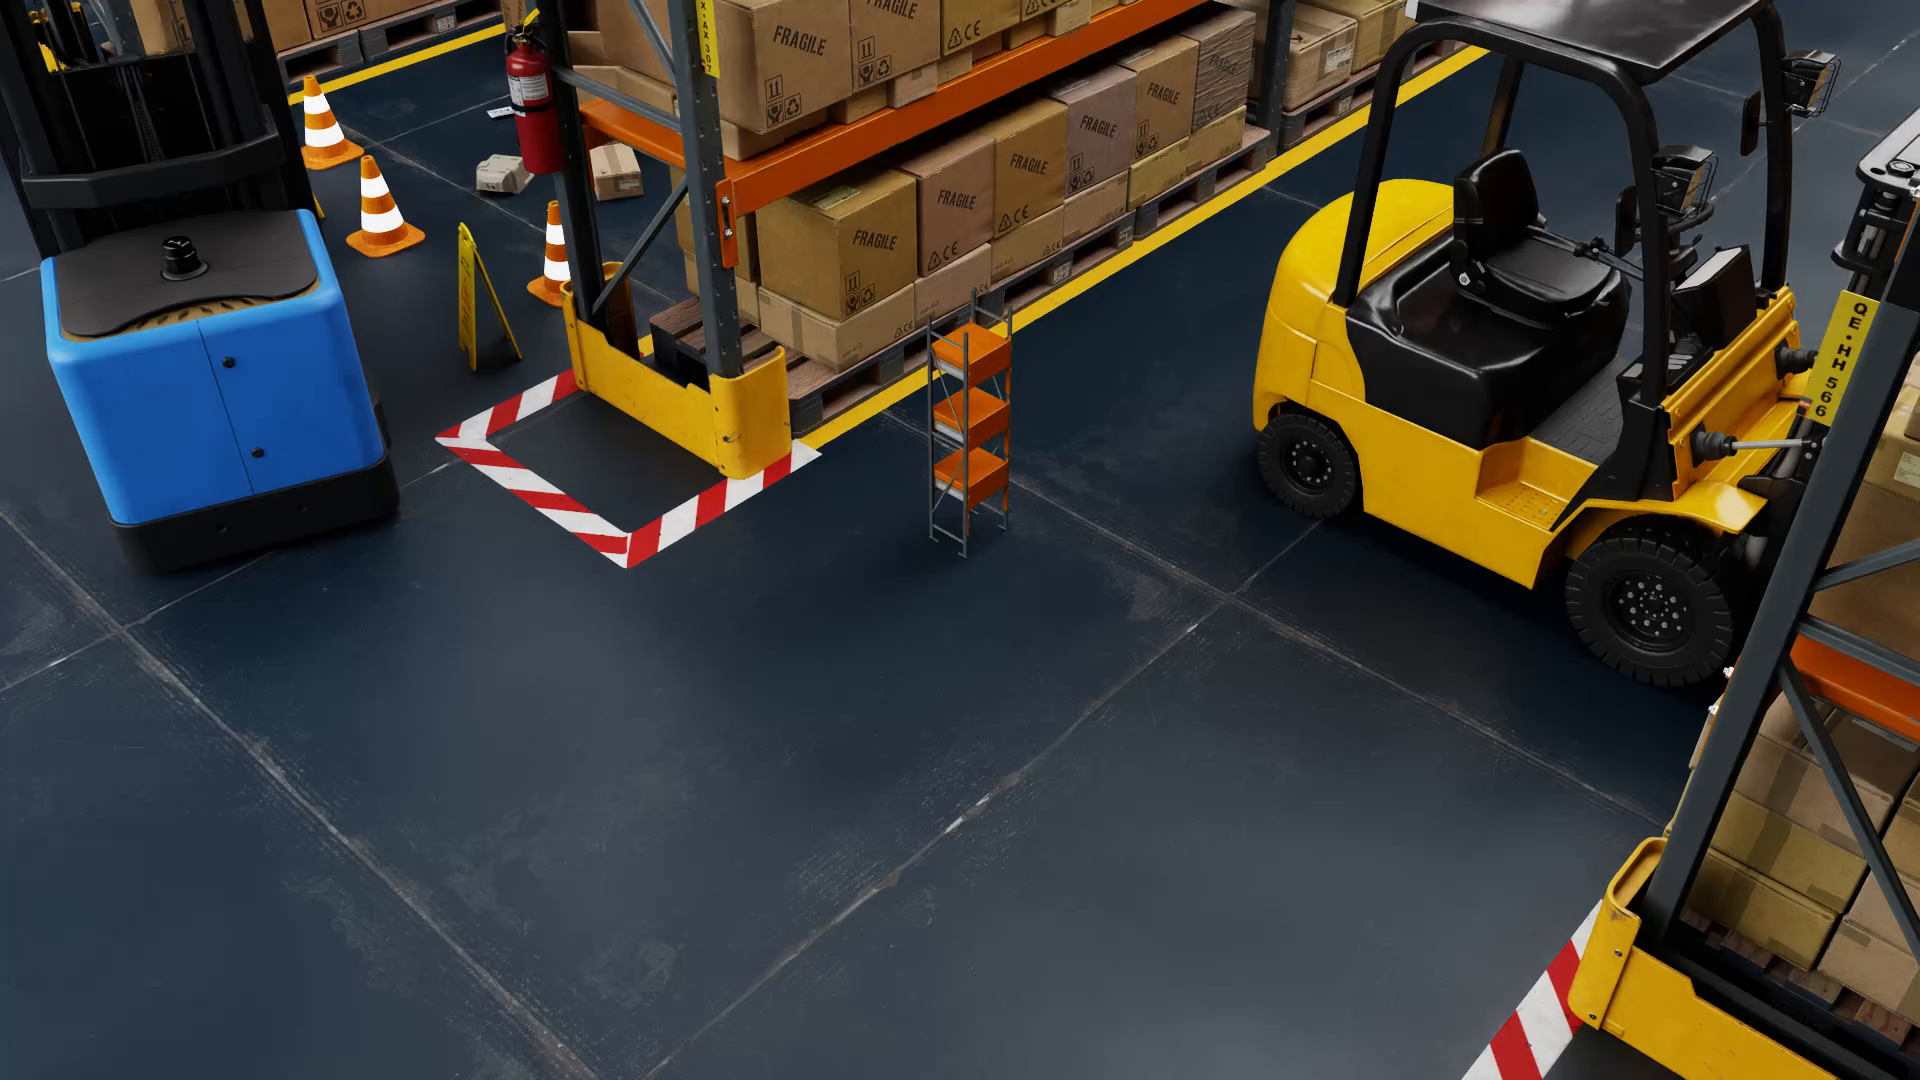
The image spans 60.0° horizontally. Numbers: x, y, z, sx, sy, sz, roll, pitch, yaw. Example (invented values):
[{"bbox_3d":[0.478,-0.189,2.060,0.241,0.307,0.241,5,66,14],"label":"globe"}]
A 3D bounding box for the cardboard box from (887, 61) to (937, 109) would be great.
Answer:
[{"bbox_3d":[-0.318,-1.981,7.033,0.380,0.149,0.250,30,48,32],"label":"cardboard box"}]

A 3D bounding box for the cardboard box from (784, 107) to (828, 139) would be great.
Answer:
[{"bbox_3d":[-0.762,-1.796,6.800,0.380,0.149,0.250,30,48,32],"label":"cardboard box"}]

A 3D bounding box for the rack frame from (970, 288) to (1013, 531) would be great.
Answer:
[{"bbox_3d":[0.118,-0.492,6.525,0.200,1.050,0.008,30,47,32],"label":"rack frame"}]

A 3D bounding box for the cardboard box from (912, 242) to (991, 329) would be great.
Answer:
[{"bbox_3d":[-0.205,-1.277,7.817,0.500,0.250,0.500,31,48,33],"label":"cardboard box"}]

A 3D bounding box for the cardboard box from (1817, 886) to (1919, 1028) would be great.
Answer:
[{"bbox_3d":[2.839,1.148,4.768,0.500,0.250,0.500,30,47,32],"label":"cardboard box"}]

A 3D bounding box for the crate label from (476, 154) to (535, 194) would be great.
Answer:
[{"bbox_3d":[-2.530,-2.019,9.178,0.250,0.136,0.298,8,39,10],"label":"crate label"}]

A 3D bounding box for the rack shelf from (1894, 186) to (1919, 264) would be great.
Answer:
[{"bbox_3d":[3.712,-1.432,4.308,1.077,0.370,4.000,30,47,32],"label":"rack shelf"}]

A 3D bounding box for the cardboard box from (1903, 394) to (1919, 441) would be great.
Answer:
[{"bbox_3d":[2.449,-0.283,3.855,0.380,0.149,0.250,30,47,32],"label":"cardboard box"}]

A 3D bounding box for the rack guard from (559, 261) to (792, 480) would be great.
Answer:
[{"bbox_3d":[-1.252,-0.759,7.303,1.175,0.500,0.348,30,47,32],"label":"rack guard"}]

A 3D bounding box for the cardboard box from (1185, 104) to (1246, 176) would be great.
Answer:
[{"bbox_3d":[1.195,-2.244,9.034,0.500,0.250,0.500,-32,48,-34],"label":"cardboard box"}]

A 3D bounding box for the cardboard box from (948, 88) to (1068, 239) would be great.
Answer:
[{"bbox_3d":[0.155,-1.819,7.897,0.500,0.500,0.500,31,48,33],"label":"cardboard box"}]

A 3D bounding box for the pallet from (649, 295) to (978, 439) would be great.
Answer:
[{"bbox_3d":[-0.678,-1.005,7.844,1.003,0.211,1.213,30,47,32],"label":"pallet"}]

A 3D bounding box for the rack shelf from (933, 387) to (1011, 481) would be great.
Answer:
[{"bbox_3d":[0.036,-0.427,6.461,0.215,0.259,0.240,30,47,32],"label":"rack shelf"}]

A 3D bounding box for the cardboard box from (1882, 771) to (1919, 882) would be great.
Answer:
[{"bbox_3d":[2.827,0.759,4.454,0.500,0.250,0.500,29,47,31],"label":"cardboard box"}]

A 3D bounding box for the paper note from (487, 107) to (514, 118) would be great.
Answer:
[{"bbox_3d":[-2.742,-2.560,9.947,0.142,0.017,0.144,-18,42,-21],"label":"paper note"}]

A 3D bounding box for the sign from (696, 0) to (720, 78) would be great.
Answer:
[{"bbox_3d":[-0.903,-1.814,5.925,0.100,0.325,0.005,30,47,32],"label":"sign"}]

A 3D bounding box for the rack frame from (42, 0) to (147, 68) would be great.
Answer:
[{"bbox_3d":[-5.025,-3.735,9.037,1.000,3.000,0.127,30,47,32],"label":"rack frame"}]

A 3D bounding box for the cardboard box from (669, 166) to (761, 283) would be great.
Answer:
[{"bbox_3d":[-0.955,-1.562,7.573,0.500,0.500,0.500,30,47,32],"label":"cardboard box"}]

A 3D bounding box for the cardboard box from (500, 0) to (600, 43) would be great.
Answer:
[{"bbox_3d":[-2.617,-3.451,10.686,0.500,0.500,0.500,-26,45,-29],"label":"cardboard box"}]

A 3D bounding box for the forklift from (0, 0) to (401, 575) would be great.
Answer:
[{"bbox_3d":[-3.387,-1.922,6.812,1.130,2.935,3.031,-16,41,-20],"label":"forklift"}]

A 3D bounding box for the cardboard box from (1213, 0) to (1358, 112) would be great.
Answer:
[{"bbox_3d":[1.747,-2.918,9.784,0.950,0.372,0.625,30,47,32],"label":"cardboard box"}]

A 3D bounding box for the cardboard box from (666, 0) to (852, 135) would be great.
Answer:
[{"bbox_3d":[-0.779,-1.959,6.485,0.500,0.500,0.500,29,47,31],"label":"cardboard box"}]

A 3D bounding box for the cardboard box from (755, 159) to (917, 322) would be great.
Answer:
[{"bbox_3d":[-0.539,-1.350,7.307,0.500,0.500,0.500,28,46,31],"label":"cardboard box"}]

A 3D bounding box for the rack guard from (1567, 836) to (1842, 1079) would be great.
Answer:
[{"bbox_3d":[2.347,1.369,4.626,1.175,0.500,0.348,30,47,32],"label":"rack guard"}]

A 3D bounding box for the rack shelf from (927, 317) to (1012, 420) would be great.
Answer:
[{"bbox_3d":[0.036,-0.649,6.284,0.215,0.259,0.240,30,47,32],"label":"rack shelf"}]

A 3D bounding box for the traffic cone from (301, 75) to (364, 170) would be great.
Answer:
[{"bbox_3d":[-3.619,-2.390,9.383,0.336,0.463,0.334,30,47,32],"label":"traffic cone"}]

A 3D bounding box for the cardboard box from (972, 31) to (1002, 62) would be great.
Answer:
[{"bbox_3d":[-0.034,-2.260,7.384,0.380,0.149,0.250,31,48,33],"label":"cardboard box"}]

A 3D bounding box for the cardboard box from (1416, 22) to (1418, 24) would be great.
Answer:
[{"bbox_3d":[2.698,-3.570,10.604,0.950,0.372,0.625,31,48,33],"label":"cardboard box"}]

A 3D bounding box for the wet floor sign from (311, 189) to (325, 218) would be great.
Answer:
[{"bbox_3d":[-3.583,-1.969,8.707,0.267,0.644,0.232,22,43,25],"label":"wet floor sign"}]

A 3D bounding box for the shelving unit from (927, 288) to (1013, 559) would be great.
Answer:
[{"bbox_3d":[0.036,-0.435,6.454,0.215,1.050,0.252,30,47,32],"label":"shelving unit"}]

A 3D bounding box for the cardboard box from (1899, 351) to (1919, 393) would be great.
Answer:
[{"bbox_3d":[2.541,-0.320,4.141,0.380,0.149,0.250,30,48,33],"label":"cardboard box"}]

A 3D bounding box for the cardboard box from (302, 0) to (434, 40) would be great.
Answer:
[{"bbox_3d":[-4.025,-3.812,10.503,0.875,0.875,0.875,29,47,31],"label":"cardboard box"}]

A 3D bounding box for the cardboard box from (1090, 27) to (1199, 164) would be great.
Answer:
[{"bbox_3d":[0.852,-2.303,8.506,0.500,0.500,0.500,31,48,33],"label":"cardboard box"}]

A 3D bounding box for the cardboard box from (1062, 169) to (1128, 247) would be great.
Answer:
[{"bbox_3d":[0.496,-1.764,8.430,0.500,0.250,0.500,30,48,32],"label":"cardboard box"}]

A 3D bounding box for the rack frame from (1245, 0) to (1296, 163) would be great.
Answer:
[{"bbox_3d":[1.395,-3.540,8.792,1.000,3.000,0.127,30,47,32],"label":"rack frame"}]

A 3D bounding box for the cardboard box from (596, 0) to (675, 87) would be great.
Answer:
[{"bbox_3d":[-1.141,-2.223,6.817,0.500,0.500,0.500,29,47,31],"label":"cardboard box"}]

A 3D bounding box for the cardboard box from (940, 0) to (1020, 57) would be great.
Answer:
[{"bbox_3d":[-0.089,-2.433,7.081,0.500,0.500,0.500,29,47,31],"label":"cardboard box"}]

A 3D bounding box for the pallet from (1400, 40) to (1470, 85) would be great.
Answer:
[{"bbox_3d":[2.742,-3.370,10.819,1.003,0.211,1.213,30,47,32],"label":"pallet"}]

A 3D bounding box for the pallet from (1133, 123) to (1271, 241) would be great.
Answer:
[{"bbox_3d":[0.968,-2.126,9.253,1.003,0.211,1.213,30,47,32],"label":"pallet"}]

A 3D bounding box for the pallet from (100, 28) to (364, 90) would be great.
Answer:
[{"bbox_3d":[-4.544,-3.043,10.408,1.003,0.211,1.213,30,47,32],"label":"pallet"}]

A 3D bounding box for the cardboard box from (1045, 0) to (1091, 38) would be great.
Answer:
[{"bbox_3d":[0.379,-2.460,7.635,0.380,0.149,0.250,30,47,32],"label":"cardboard box"}]

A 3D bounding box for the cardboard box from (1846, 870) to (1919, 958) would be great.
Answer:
[{"bbox_3d":[2.834,0.967,4.594,0.500,0.250,0.500,31,48,33],"label":"cardboard box"}]

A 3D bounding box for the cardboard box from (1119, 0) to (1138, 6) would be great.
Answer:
[{"bbox_3d":[0.720,-2.698,7.935,0.380,0.149,0.250,29,47,31],"label":"cardboard box"}]

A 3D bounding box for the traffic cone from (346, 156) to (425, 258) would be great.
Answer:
[{"bbox_3d":[-3.014,-1.759,8.590,0.336,0.463,0.334,30,47,32],"label":"traffic cone"}]
